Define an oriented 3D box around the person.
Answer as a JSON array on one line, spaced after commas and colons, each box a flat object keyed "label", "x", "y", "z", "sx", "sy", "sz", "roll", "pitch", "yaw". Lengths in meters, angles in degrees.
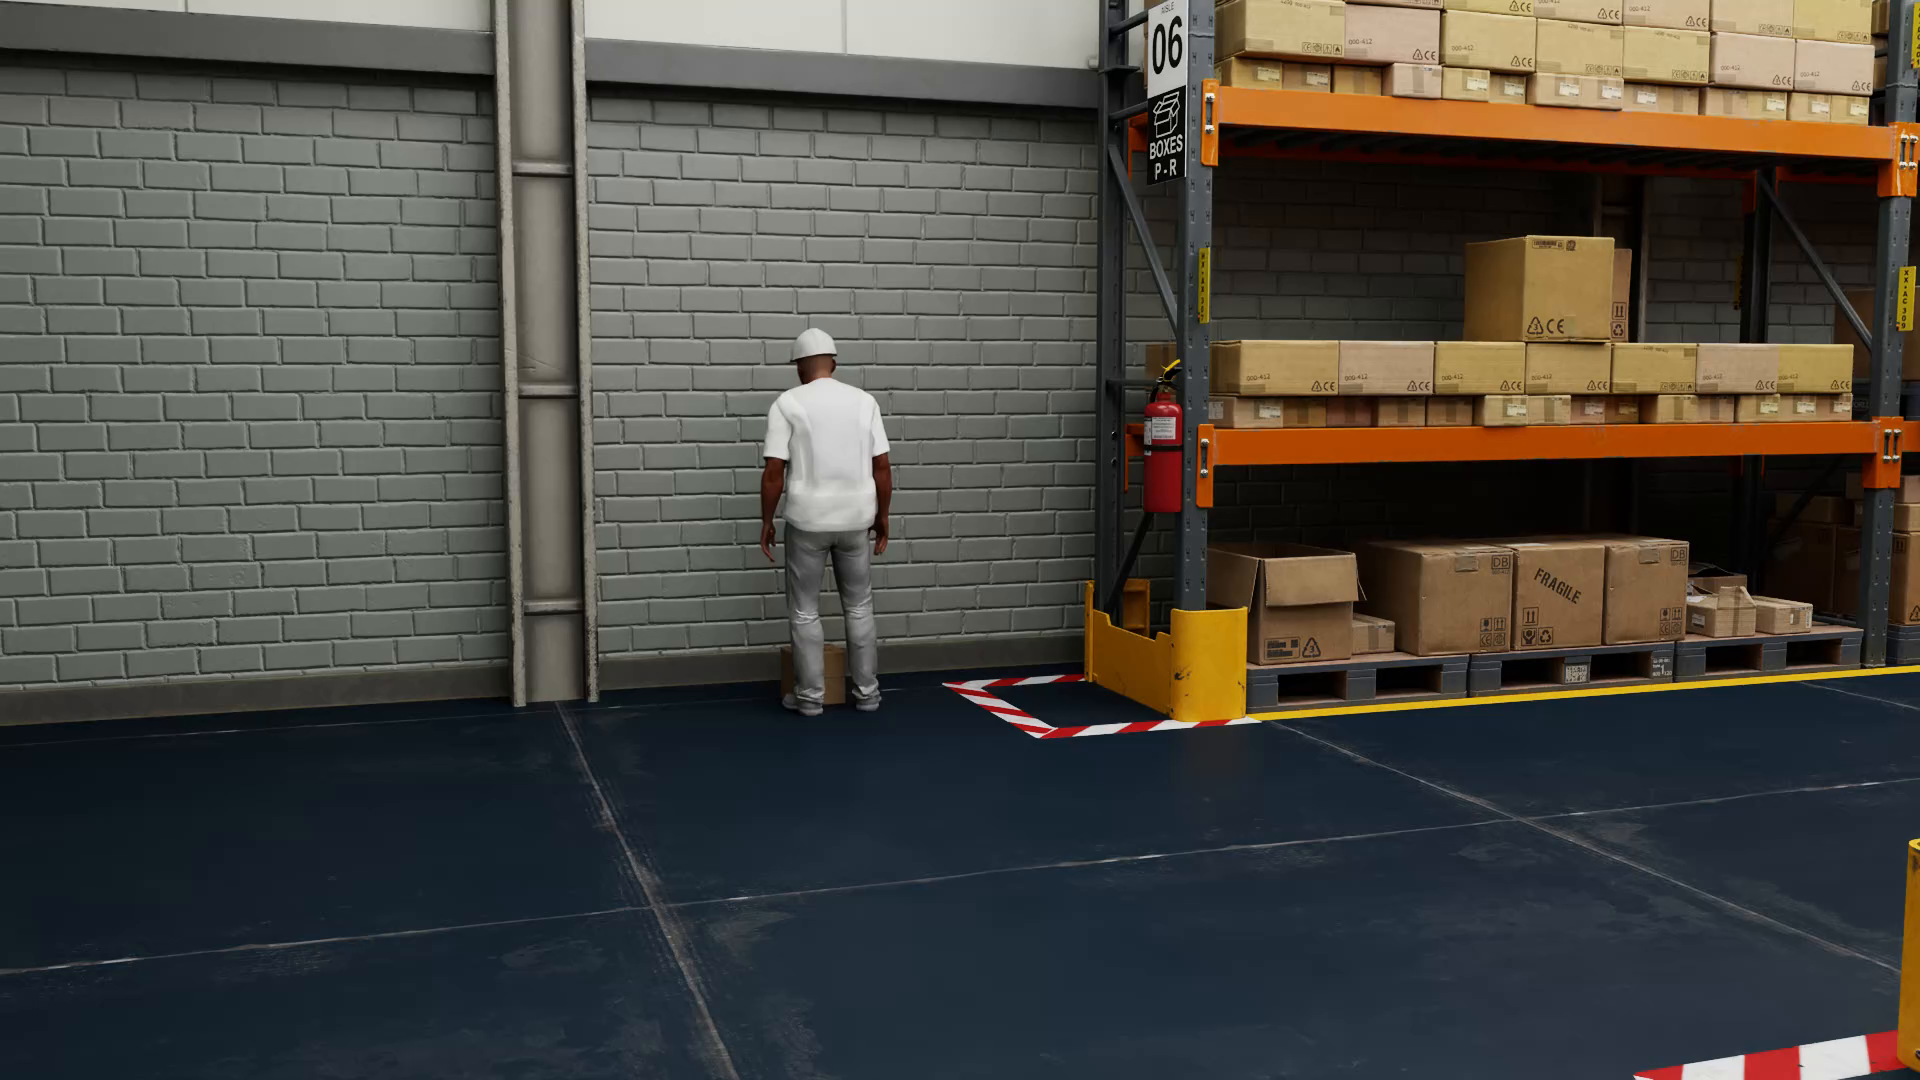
[{"label": "person", "x": -0.618, "y": -0.087, "z": 7.619, "sx": 0.629, "sy": 1.759, "sz": 0.460, "roll": -2, "pitch": 6, "yaw": -22}]
